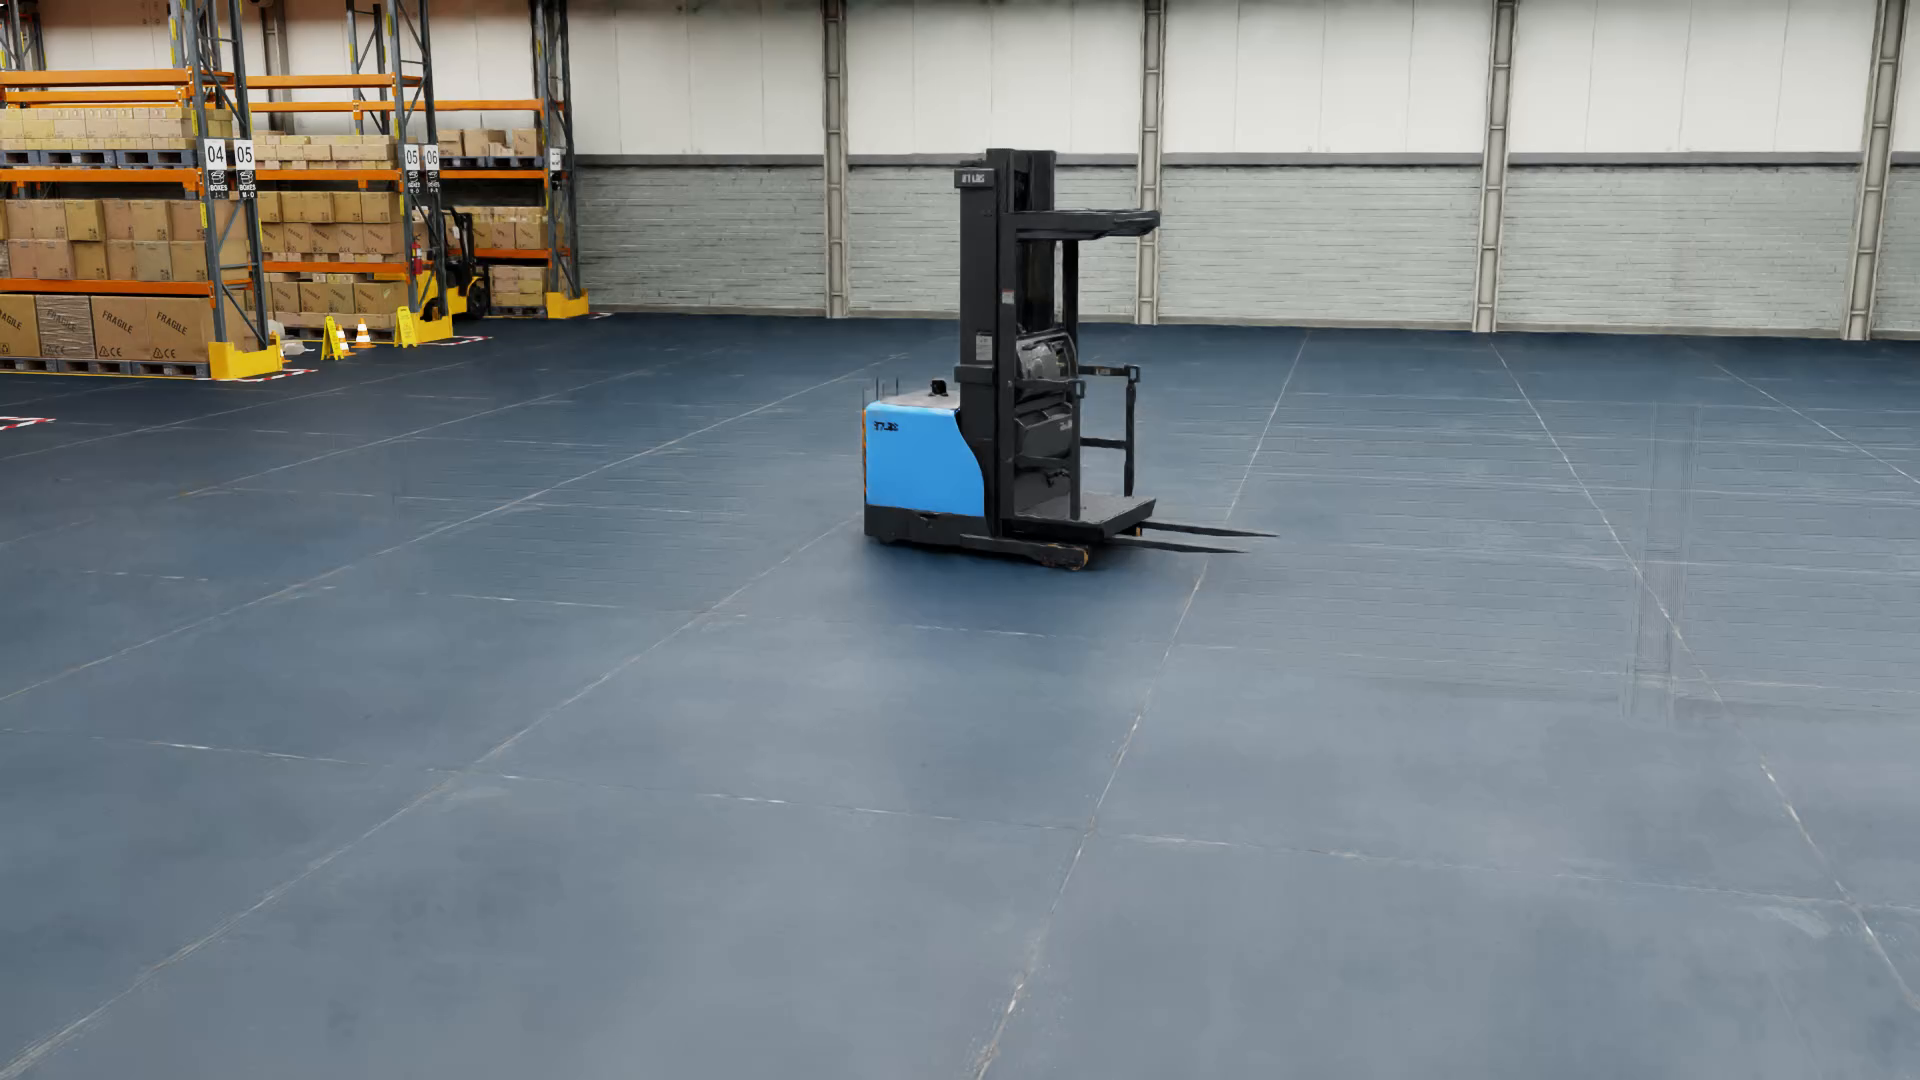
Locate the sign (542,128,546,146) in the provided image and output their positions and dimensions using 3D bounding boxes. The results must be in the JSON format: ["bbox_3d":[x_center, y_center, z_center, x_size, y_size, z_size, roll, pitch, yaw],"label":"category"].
[{"bbox_3d":[-7.867,-7.620,31.462,0.005,0.325,0.100,3,13,14],"label":"sign"}]

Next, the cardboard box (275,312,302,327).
[{"bbox_3d":[-11.248,-3.762,28.238,0.500,0.250,0.500,3,13,13],"label":"cardboard box"}]

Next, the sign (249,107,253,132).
[{"bbox_3d":[-9.858,-5.832,23.060,0.005,0.325,0.100,3,13,14],"label":"sign"}]

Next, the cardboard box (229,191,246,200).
[{"bbox_3d":[-11.927,-5.622,28.015,0.500,0.500,0.700,3,13,14],"label":"cardboard box"}]

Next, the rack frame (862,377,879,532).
[{"bbox_3d":[-0.697,-0.670,13.078,0.006,1.200,0.240,7,14,28],"label":"rack frame"}]

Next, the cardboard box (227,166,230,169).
[{"bbox_3d":[-12.309,-6.288,27.895,0.250,0.149,0.380,3,13,14],"label":"cardboard box"}]

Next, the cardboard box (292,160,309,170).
[{"bbox_3d":[-10.825,-6.204,27.517,0.250,0.149,0.380,3,13,13],"label":"cardboard box"}]

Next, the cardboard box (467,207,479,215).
[{"bbox_3d":[-9.385,-6.406,32.359,0.250,0.149,0.380,3,13,15],"label":"cardboard box"}]

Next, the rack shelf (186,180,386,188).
[{"bbox_3d":[-13.549,-7.300,33.541,4.000,0.370,1.077,3,13,14],"label":"rack shelf"}]

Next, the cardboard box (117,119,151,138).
[{"bbox_3d":[-11.025,-5.569,22.534,0.500,0.250,0.500,3,13,14],"label":"cardboard box"}]

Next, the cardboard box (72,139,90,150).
[{"bbox_3d":[-11.882,-5.407,22.724,0.250,0.149,0.380,3,13,14],"label":"cardboard box"}]

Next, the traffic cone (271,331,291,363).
[{"bbox_3d":[-10.173,-2.873,24.709,0.334,0.463,0.336,3,13,14],"label":"traffic cone"}]

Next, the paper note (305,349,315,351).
[{"bbox_3d":[-10.304,-3.013,26.335,0.142,0.019,0.148,-1,13,-6],"label":"paper note"}]

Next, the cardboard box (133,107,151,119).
[{"bbox_3d":[-10.896,-5.743,22.400,0.250,0.149,0.380,3,13,14],"label":"cardboard box"}]

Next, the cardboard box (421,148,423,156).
[{"bbox_3d":[-10.498,-7.552,32.394,0.250,0.149,0.380,3,13,15],"label":"cardboard box"}]

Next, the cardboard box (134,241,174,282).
[{"bbox_3d":[-10.908,-3.893,23.099,0.550,0.550,0.875,3,13,14],"label":"cardboard box"}]

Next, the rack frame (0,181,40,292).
[{"bbox_3d":[-16.676,-5.247,29.550,0.127,3.000,1.000,3,13,14],"label":"rack frame"}]

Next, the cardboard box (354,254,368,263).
[{"bbox_3d":[-9.840,-4.691,27.626,0.250,0.149,0.380,3,13,13],"label":"cardboard box"}]

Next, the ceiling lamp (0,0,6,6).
[{"bbox_3d":[-19.087,-11.771,31.630,2.000,3.185,0.800,3,13,14],"label":"ceiling lamp"}]

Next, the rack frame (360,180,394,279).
[{"bbox_3d":[-11.607,-6.083,33.320,0.127,3.000,1.000,3,13,14],"label":"rack frame"}]

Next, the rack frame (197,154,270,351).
[{"bbox_3d":[-9.997,-3.786,22.964,0.127,3.000,1.000,3,13,14],"label":"rack frame"}]

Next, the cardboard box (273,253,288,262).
[{"bbox_3d":[-11.324,-4.765,27.956,0.250,0.149,0.380,3,13,14],"label":"cardboard box"}]

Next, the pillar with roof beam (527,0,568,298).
[{"bbox_3d":[-9.215,-8.125,28.672,0.548,9.000,9.100,3,13,14],"label":"pillar with roof beam"}]

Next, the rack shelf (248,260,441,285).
[{"bbox_3d":[-10.851,-4.584,28.225,4.000,0.370,1.077,3,13,14],"label":"rack shelf"}]

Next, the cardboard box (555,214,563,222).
[{"bbox_3d":[-7.991,-6.314,32.629,0.250,0.149,0.380,3,13,12],"label":"cardboard box"}]

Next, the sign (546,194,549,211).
[{"bbox_3d":[-7.867,-6.443,31.723,0.005,0.325,0.100,3,13,14],"label":"sign"}]

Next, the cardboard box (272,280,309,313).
[{"bbox_3d":[-11.259,-4.128,28.155,0.500,0.500,0.500,4,13,16],"label":"cardboard box"}]

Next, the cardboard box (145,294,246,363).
[{"bbox_3d":[-10.671,-2.975,23.244,0.875,0.875,0.875,3,13,14],"label":"cardboard box"}]

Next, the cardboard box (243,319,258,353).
[{"bbox_3d":[-11.221,-3.172,25.961,0.637,0.503,0.797,-6,14,-25],"label":"cardboard box"}]

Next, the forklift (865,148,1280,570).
[{"bbox_3d":[0.817,-1.346,12.126,3.031,2.935,1.130,7,14,28],"label":"forklift"}]

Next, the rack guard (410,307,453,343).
[{"bbox_3d":[-8.983,-3.615,27.968,0.348,0.500,1.175,3,13,14],"label":"rack guard"}]

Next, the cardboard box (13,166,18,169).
[{"bbox_3d":[-16.411,-6.537,29.018,0.250,0.149,0.380,3,13,14],"label":"cardboard box"}]

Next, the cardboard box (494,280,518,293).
[{"bbox_3d":[-8.756,-4.970,32.528,0.500,0.250,0.500,3,13,13],"label":"cardboard box"}]

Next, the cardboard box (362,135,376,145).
[{"bbox_3d":[-9.550,-6.540,27.191,0.250,0.149,0.380,3,13,15],"label":"cardboard box"}]

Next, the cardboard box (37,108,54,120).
[{"bbox_3d":[-12.373,-5.822,22.755,0.250,0.149,0.380,3,13,13],"label":"cardboard box"}]

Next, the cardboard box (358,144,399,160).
[{"bbox_3d":[-9.471,-6.338,27.203,0.500,0.250,0.500,3,13,13],"label":"cardboard box"}]

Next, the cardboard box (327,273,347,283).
[{"bbox_3d":[-10.365,-4.383,27.804,0.250,0.149,0.380,3,13,14],"label":"cardboard box"}]

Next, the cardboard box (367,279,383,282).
[{"bbox_3d":[-10.158,-4.188,28.424,0.500,0.500,0.500,3,13,11],"label":"cardboard box"}]

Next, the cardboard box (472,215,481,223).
[{"bbox_3d":[-9.379,-6.262,32.396,0.250,0.149,0.380,3,13,14],"label":"cardboard box"}]

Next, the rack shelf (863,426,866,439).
[{"bbox_3d":[-0.616,-0.852,12.993,0.180,0.103,0.258,7,14,28],"label":"rack shelf"}]

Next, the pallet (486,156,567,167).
[{"bbox_3d":[-8.404,-7.339,32.259,1.213,0.211,1.003,3,13,14],"label":"pallet"}]

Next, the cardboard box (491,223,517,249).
[{"bbox_3d":[-8.766,-5.924,32.370,0.500,0.500,0.500,3,13,15],"label":"cardboard box"}]

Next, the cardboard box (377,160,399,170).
[{"bbox_3d":[-9.323,-6.133,27.200,0.250,0.149,0.380,3,13,14],"label":"cardboard box"}]

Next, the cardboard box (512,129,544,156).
[{"bbox_3d":[-8.212,-7.615,31.865,0.500,0.500,0.500,3,13,15],"label":"cardboard box"}]

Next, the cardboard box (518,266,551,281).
[{"bbox_3d":[-8.246,-5.185,32.341,0.500,0.250,0.500,4,13,15],"label":"cardboard box"}]

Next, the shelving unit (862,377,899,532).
[{"bbox_3d":[-0.616,-0.661,13.035,0.189,1.200,0.258,7,14,28],"label":"shelving unit"}]

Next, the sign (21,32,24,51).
[{"bbox_3d":[-16.556,-8.785,29.308,0.005,0.325,0.100,3,13,14],"label":"sign"}]

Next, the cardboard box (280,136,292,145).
[{"bbox_3d":[-11.036,-6.622,27.562,0.250,0.149,0.380,3,13,15],"label":"cardboard box"}]

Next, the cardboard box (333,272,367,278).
[{"bbox_3d":[-12.116,-5.154,33.644,0.625,0.625,0.875,4,13,16],"label":"cardboard box"}]

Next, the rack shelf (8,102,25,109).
[{"bbox_3d":[-18.618,-7.733,29.490,4.000,0.370,1.077,3,13,14],"label":"rack shelf"}]

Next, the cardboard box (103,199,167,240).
[{"bbox_3d":[-11.415,-4.480,23.255,0.550,0.550,0.875,3,13,14],"label":"cardboard box"}]

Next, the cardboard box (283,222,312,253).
[{"bbox_3d":[-10.960,-5.080,27.880,0.500,0.500,0.500,3,13,14],"label":"cardboard box"}]

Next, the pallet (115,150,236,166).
[{"bbox_3d":[-10.720,-5.243,22.812,1.213,0.211,1.003,3,13,14],"label":"pallet"}]

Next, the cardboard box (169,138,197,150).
[{"bbox_3d":[-10.401,-5.327,22.366,0.250,0.149,0.380,3,13,13],"label":"cardboard box"}]
